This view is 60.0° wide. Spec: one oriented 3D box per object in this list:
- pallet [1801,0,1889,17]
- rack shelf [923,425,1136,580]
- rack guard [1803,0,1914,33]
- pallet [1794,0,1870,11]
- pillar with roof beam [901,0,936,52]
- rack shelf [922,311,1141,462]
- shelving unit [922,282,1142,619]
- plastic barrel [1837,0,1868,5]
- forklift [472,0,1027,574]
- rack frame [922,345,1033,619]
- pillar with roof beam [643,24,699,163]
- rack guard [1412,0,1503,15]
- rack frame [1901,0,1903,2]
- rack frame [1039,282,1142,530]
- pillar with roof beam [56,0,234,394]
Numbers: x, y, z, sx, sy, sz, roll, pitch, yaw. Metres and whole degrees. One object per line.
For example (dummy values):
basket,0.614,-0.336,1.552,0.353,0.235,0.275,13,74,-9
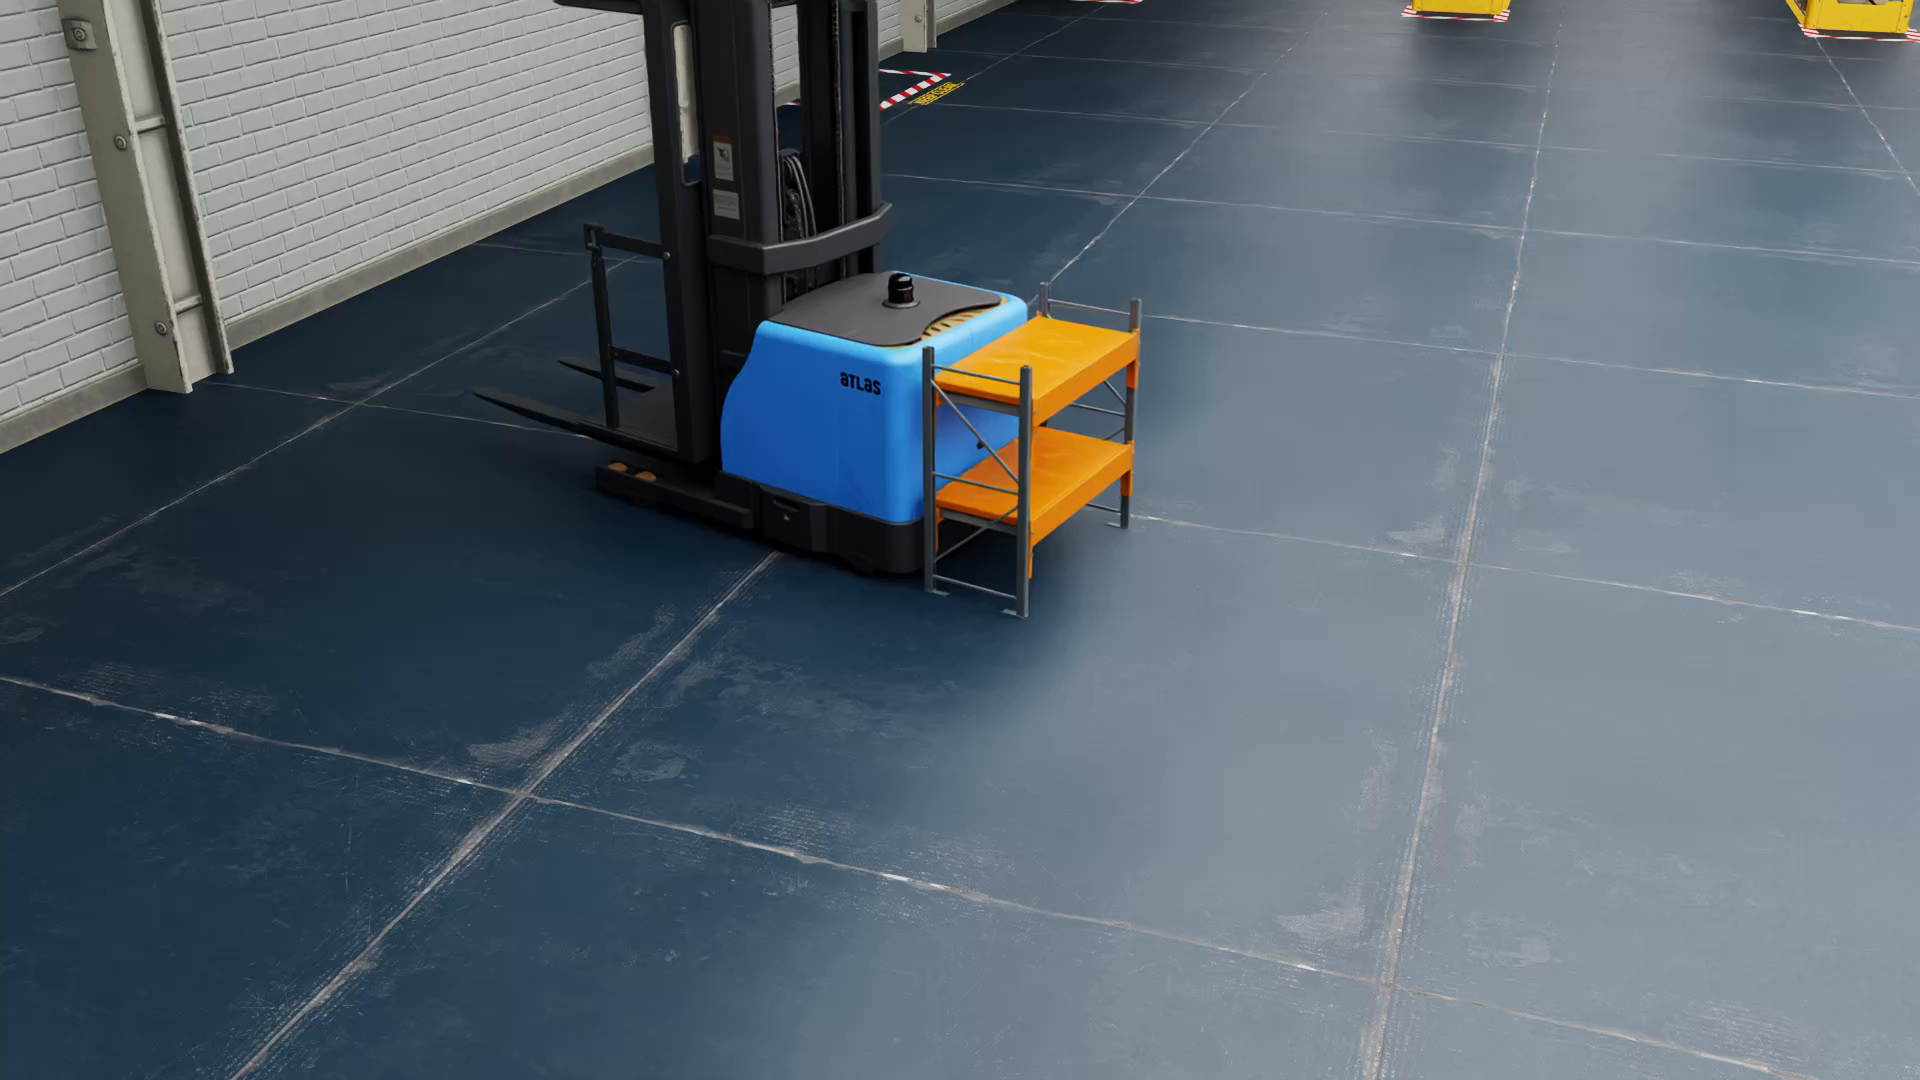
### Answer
pallet,11.684,-6.951,21.864,1.003,0.211,1.213,9,27,17
rack shelf,0.326,-0.202,7.437,0.538,0.278,1.000,14,29,27
rack guard,11.409,-6.748,21.113,1.175,0.500,0.348,9,27,17
pallet,12.092,-7.450,22.896,1.003,0.211,1.213,9,27,17
pillar with roof beam,3.566,-9.295,16.621,9.100,9.000,0.400,9,27,17
rack shelf,0.326,-0.685,7.203,0.538,0.278,1.000,14,29,27
shelving unit,0.326,-0.422,7.330,0.538,1.125,1.048,14,29,27
plastic barrel,11.575,-7.186,21.522,0.421,0.512,0.421,0,26,0
forklift,-1.177,-1.654,7.803,3.031,2.935,1.130,17,31,31
rack frame,0.067,-0.231,6.937,0.500,1.125,0.032,14,29,27
pillar with roof beam,1.569,-6.829,11.528,9.100,9.000,0.400,9,27,17
rack guard,6.750,-7.420,22.501,1.175,0.500,0.348,9,27,17
rack frame,11.428,-7.835,20.489,1.000,3.000,0.127,9,27,17
rack frame,0.585,-0.612,7.724,0.500,1.125,0.032,14,29,27
pillar with roof beam,-0.427,-4.363,6.436,9.100,9.000,0.400,9,27,17
